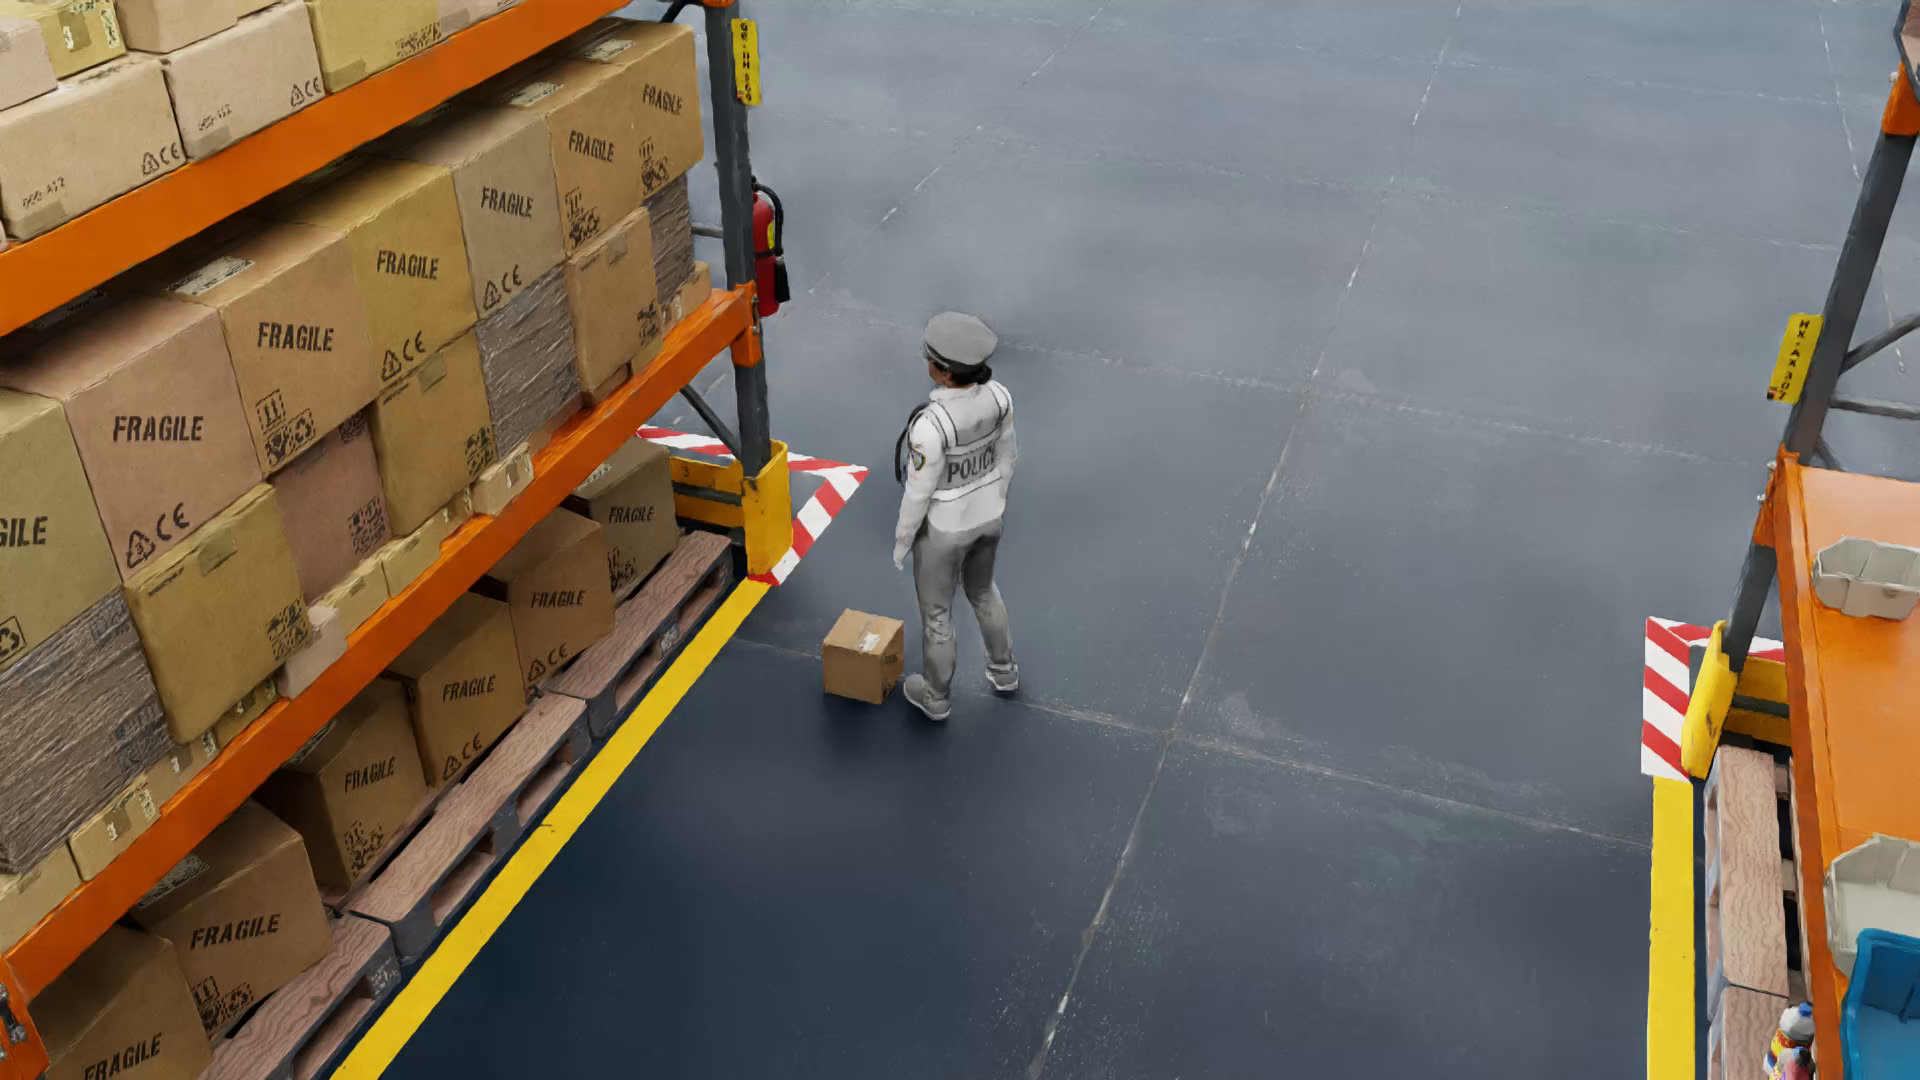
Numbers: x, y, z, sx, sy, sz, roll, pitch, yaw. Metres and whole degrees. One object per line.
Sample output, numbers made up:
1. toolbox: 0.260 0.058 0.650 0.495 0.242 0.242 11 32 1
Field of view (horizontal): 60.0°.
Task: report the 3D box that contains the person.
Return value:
1. person: -0.003 -0.073 6.229 0.573 1.712 0.373 -27 42 -34
